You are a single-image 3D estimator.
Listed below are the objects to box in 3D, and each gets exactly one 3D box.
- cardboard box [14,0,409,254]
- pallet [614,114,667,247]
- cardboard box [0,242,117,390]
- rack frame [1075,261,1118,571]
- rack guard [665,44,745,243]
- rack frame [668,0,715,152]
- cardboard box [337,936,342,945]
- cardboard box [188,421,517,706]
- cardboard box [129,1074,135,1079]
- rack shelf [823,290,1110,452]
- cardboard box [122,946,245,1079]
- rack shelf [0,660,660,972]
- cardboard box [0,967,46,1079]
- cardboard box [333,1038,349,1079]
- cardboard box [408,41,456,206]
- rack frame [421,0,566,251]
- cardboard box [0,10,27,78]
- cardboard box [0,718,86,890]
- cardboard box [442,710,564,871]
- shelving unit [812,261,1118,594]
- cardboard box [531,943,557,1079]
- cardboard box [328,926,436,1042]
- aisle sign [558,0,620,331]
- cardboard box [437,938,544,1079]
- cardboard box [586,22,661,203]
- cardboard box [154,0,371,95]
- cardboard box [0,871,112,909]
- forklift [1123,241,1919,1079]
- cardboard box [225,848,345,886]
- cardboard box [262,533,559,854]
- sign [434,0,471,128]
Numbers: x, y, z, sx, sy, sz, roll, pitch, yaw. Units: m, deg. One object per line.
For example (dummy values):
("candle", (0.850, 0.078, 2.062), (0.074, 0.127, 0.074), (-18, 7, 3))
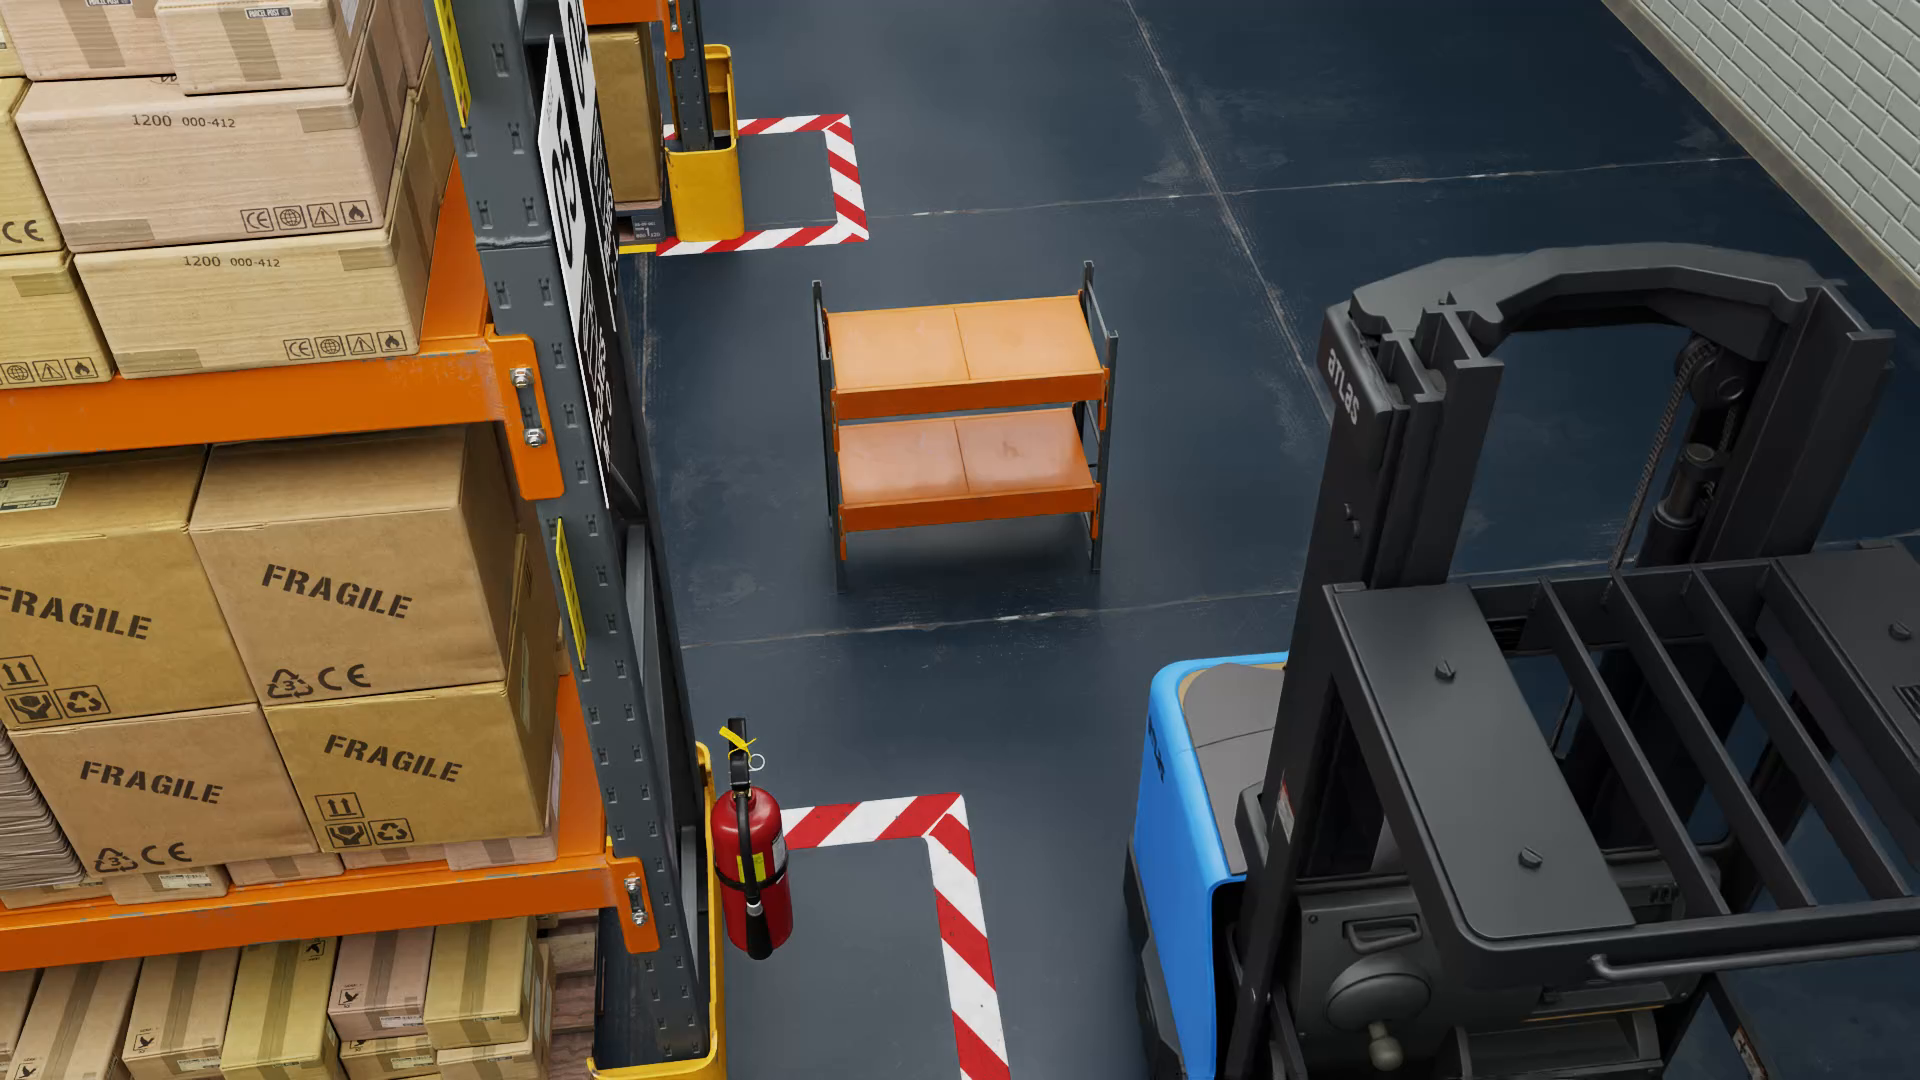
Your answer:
("cardboard box", (-1.244, -0.747, 2.838), (0.500, 0.250, 0.500), (-6, 42, -7))
("pallet", (-2.145, -1.858, 8.653), (1.213, 0.211, 1.003), (-5, 42, -6))
("cardboard box", (-1.741, -0.506, 2.944), (0.500, 0.250, 0.500), (-5, 42, -5))
("rack frame", (0.511, -0.462, 6.423), (0.032, 1.125, 0.500), (-5, 42, -6))
("rack guard", (-1.339, -2.089, 8.693), (0.348, 0.500, 1.175), (-5, 42, -6))
("rack frame", (-1.363, -3.015, 7.853), (0.127, 3.000, 1.000), (-5, 42, -6))
("cardboard box", (-1.883, 1.021, 4.971), (0.250, 0.149, 0.380), (-4, 42, -5))
("cardboard box", (-1.241, -0.026, 3.497), (0.500, 0.500, 0.500), (-6, 42, -6))
("cardboard box", (-2.333, 1.415, 4.535), (0.250, 0.149, 0.380), (-4, 42, -5))
("rack shelf", (0.007, -0.636, 6.178), (1.000, 0.278, 0.538), (-5, 42, -6))
("cardboard box", (-2.074, 1.254, 4.490), (0.250, 0.149, 0.380), (-7, 42, -7))
("rack shelf", (-2.803, 0.728, 4.240), (4.000, 0.370, 1.077), (-5, 42, -6))
("cardboard box", (-2.609, 1.264, 4.480), (0.250, 0.149, 0.380), (-6, 42, -7))
("cardboard box", (-1.821, 1.361, 4.594), (0.250, 0.149, 0.380), (-7, 42, -7))
("cardboard box", (-1.298, -0.901, 3.382), (0.500, 0.250, 0.500), (-4, 42, -4))
("rack frame", (-0.820, -1.940, 2.182), (0.127, 3.000, 1.000), (-5, 42, -6))
("cardboard box", (-1.623, -0.901, 2.711), (0.250, 0.149, 0.380), (-6, 42, -7))
("cardboard box", (-2.245, 0.442, 3.724), (0.500, 0.500, 0.500), (-5, 42, -5))
("cardboard box", (-1.106, 0.597, 4.036), (0.250, 0.149, 0.380), (-5, 42, -5))
("shelving unit", (0.007, -0.418, 6.374), (1.048, 1.125, 0.538), (-5, 42, -6))
("cardboard box", (-1.315, 1.374, 4.802), (0.250, 0.149, 0.380), (-4, 42, -5))
("cardboard box", (-1.568, 1.167, 4.587), (0.250, 0.149, 0.380), (-4, 42, -5))
("aisle sign", (-0.786, -0.883, 3.549), (0.004, 0.787, 0.394), (-5, 42, -6))
("cardboard box", (-1.306, 1.315, 4.645), (0.250, 0.149, 0.380), (-6, 42, -7))
("cardboard box", (-1.987, -2.274, 8.304), (0.875, 0.875, 0.875), (-5, 42, -6))
("cardboard box", (-1.111, -0.880, 2.688), (0.250, 0.149, 0.380), (-5, 42, -6))
("cardboard box", (-2.120, 0.666, 3.959), (0.250, 0.149, 0.380), (-7, 42, -7))
("forklift", (1.213, 1.003, 3.450), (1.130, 2.935, 3.031), (-4, 42, -5))
("cardboard box", (-1.605, 0.625, 4.005), (0.250, 0.149, 0.380), (-5, 42, -6))
("cardboard box", (-1.232, 0.350, 3.826), (0.500, 0.500, 0.500), (-4, 42, -5))
("sign", (-0.768, -0.785, 2.480), (0.005, 0.325, 0.100), (-5, 42, -6))
